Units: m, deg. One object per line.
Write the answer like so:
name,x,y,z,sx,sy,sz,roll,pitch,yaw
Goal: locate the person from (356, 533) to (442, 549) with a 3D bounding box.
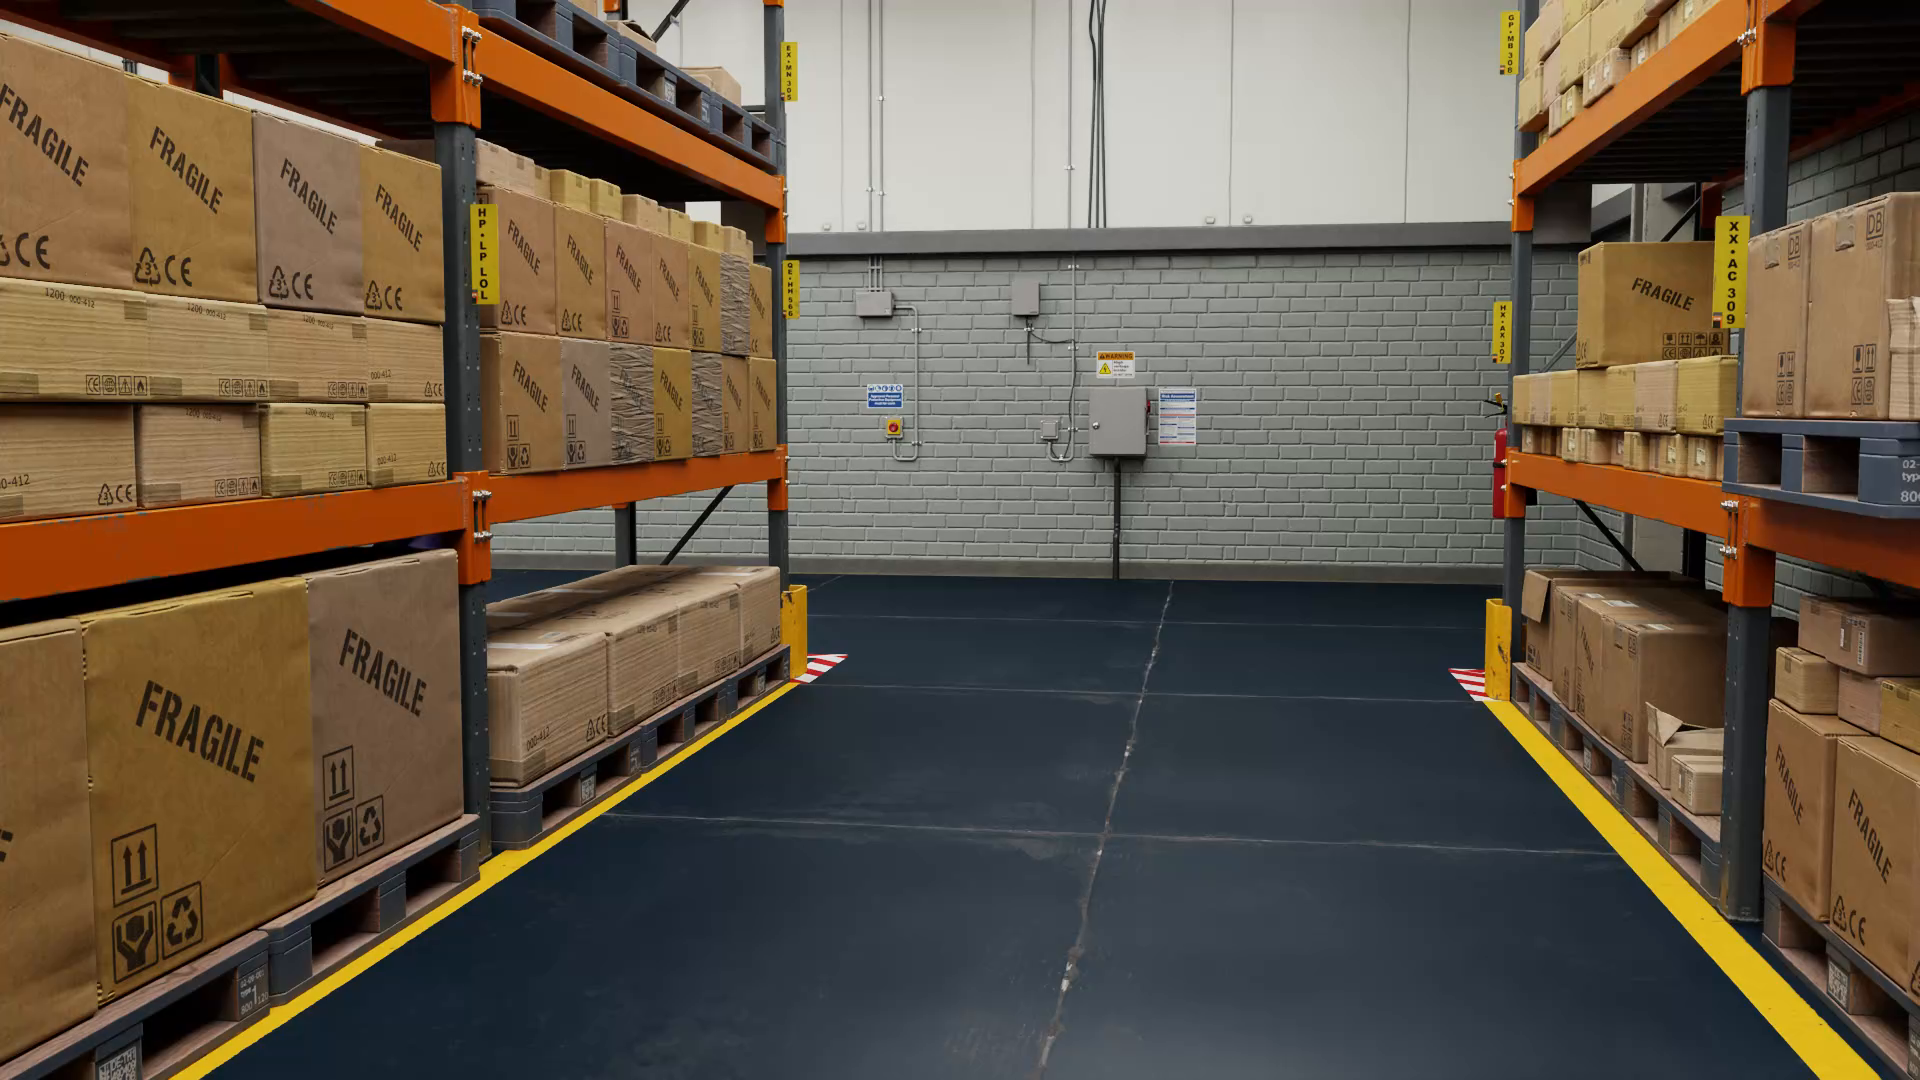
person,-3.031,-0.006,9.100,0.528,1.588,0.942,0,5,3
